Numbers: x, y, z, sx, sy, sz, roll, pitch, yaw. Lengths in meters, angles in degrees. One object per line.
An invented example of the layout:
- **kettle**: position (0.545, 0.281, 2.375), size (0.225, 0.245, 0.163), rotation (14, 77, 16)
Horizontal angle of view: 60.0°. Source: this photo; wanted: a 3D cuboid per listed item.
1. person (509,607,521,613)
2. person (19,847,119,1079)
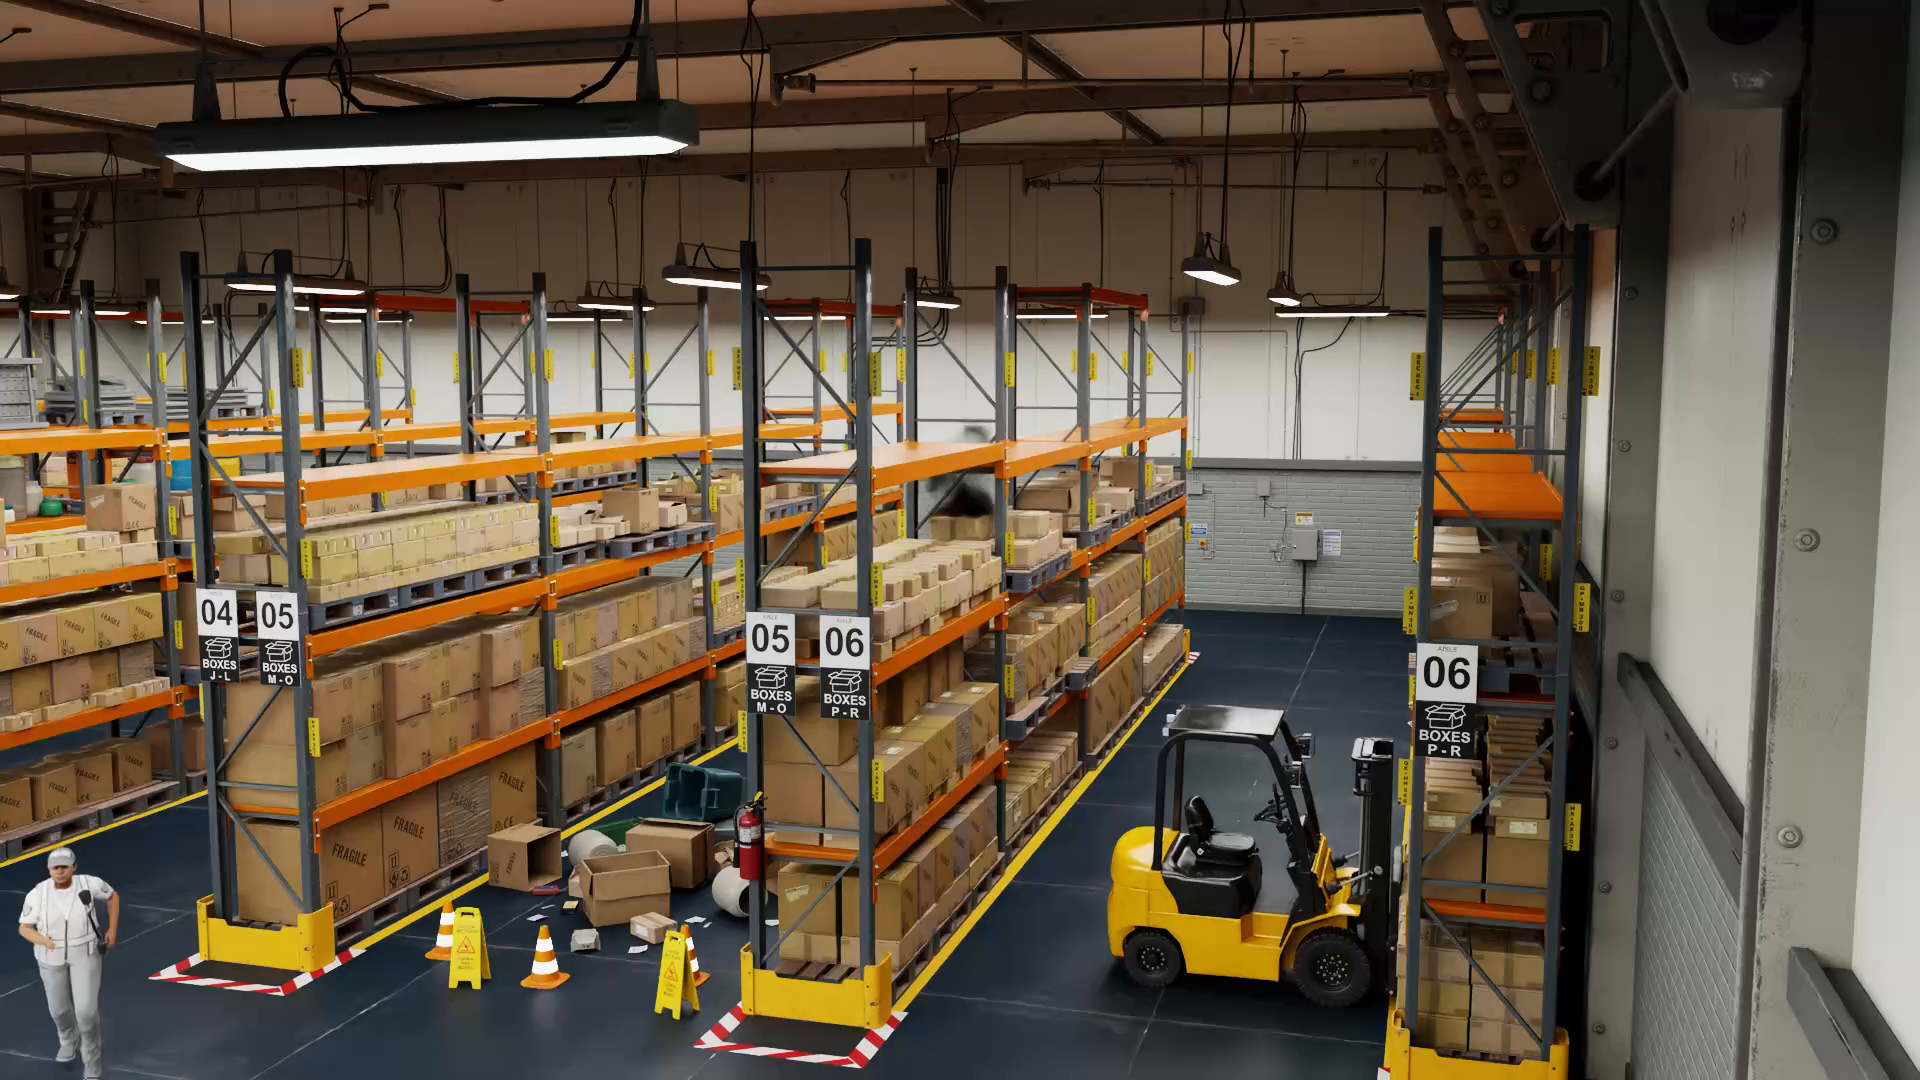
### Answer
- **person**: position (-6.101, 1.762, 22.942), size (0.671, 1.706, 0.692), rotation (2, 7, 15)
- **person**: position (-6.364, 3.040, 11.909), size (0.612, 1.747, 0.739), rotation (-3, 7, -21)
